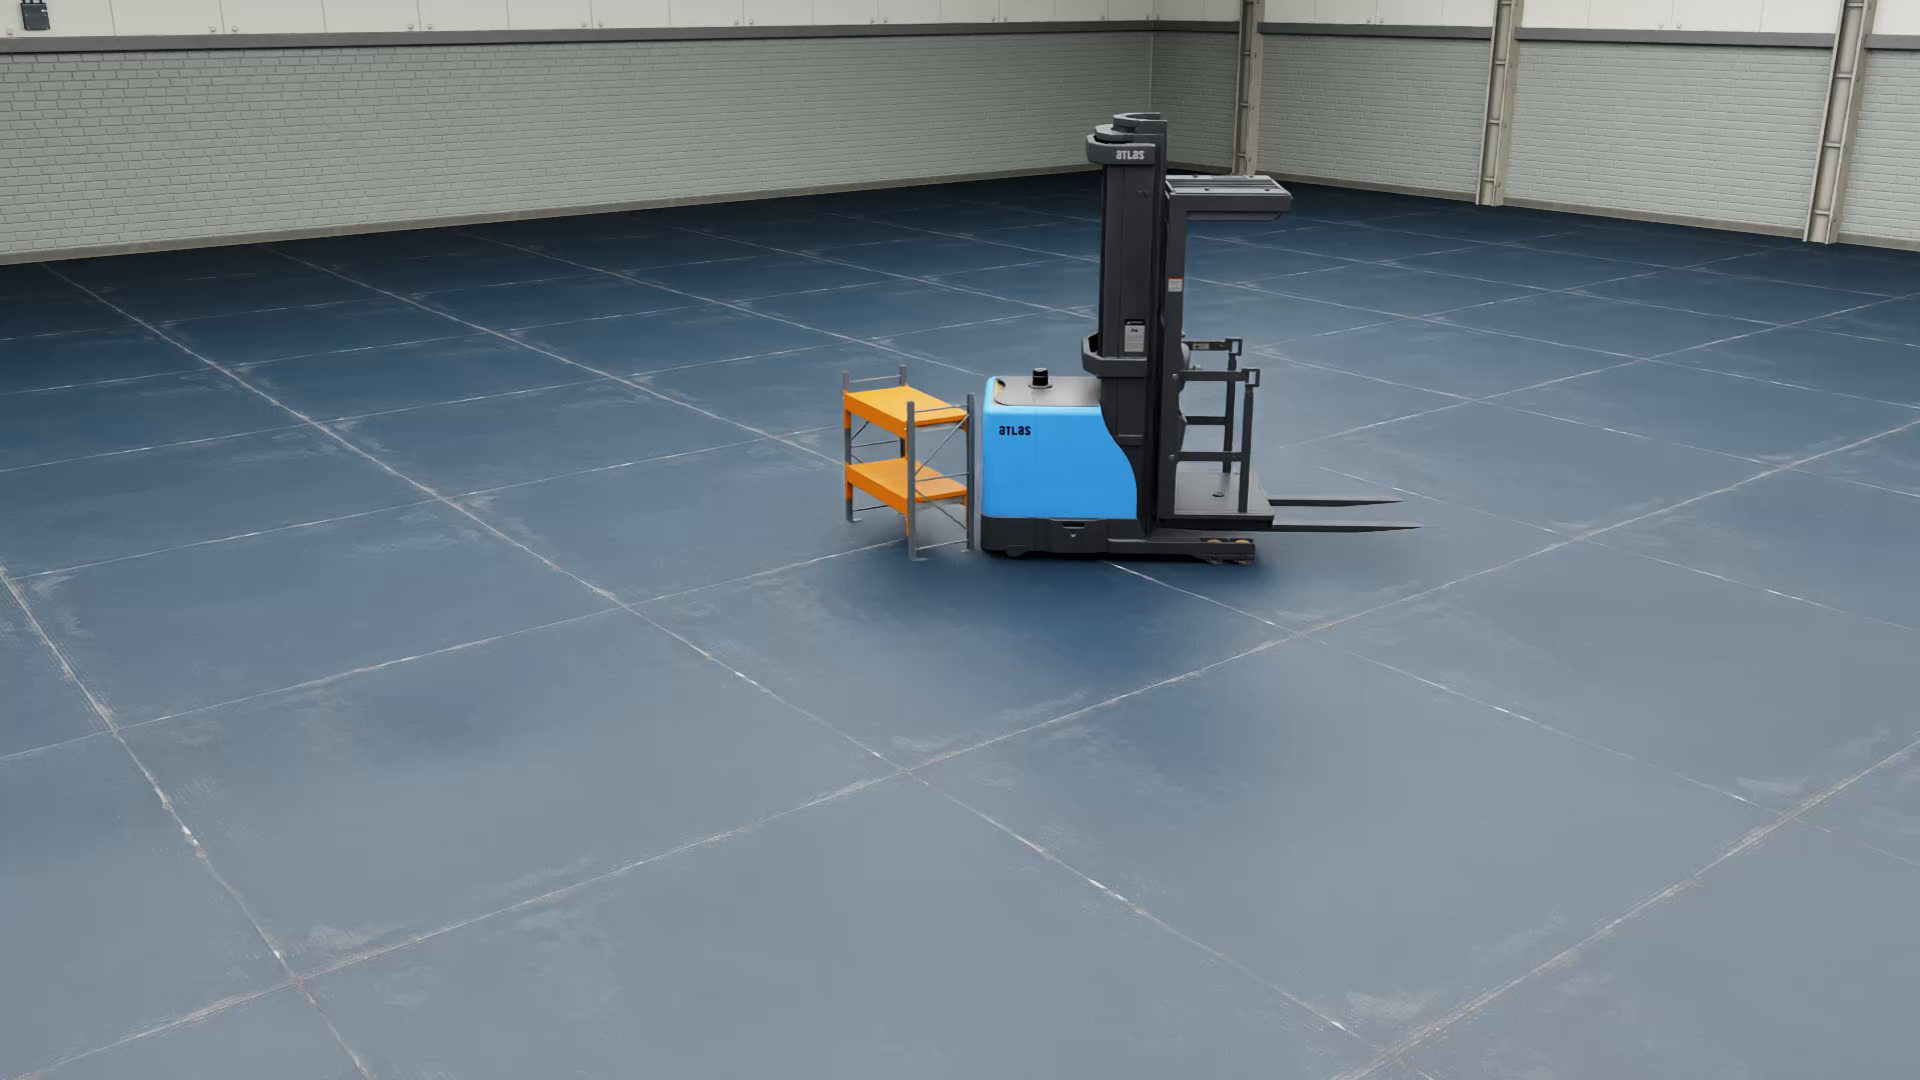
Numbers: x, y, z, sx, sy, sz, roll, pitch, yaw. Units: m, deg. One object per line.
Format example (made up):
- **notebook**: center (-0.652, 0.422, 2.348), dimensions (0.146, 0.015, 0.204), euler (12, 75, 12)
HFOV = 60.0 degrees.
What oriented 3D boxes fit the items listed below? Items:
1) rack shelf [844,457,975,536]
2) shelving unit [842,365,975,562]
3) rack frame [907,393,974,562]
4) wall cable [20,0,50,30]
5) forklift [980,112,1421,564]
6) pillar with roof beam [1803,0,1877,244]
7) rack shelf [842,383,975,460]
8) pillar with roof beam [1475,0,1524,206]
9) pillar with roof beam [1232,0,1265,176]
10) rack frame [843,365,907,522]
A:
- **rack shelf**: center (-0.372, -0.334, 11.858), dimensions (0.538, 0.278, 1.000), euler (-10, 21, -27)
- **shelving unit**: center (-0.372, -0.566, 11.782), dimensions (0.538, 1.125, 1.048), euler (-10, 21, -27)
- **rack frame**: center (-0.128, -0.426, 11.358), dimensions (0.500, 1.125, 0.032), euler (-10, 21, -27)
- **wall cable**: center (-12.091, -10.174, 22.863), dimensions (2.305, 6.003, 0.169), euler (-14, 23, -36)
- **forklift**: center (1.673, -1.396, 11.416), dimensions (3.031, 2.935, 1.130), euler (1, 18, 2)
- **pillar with roof beam**: center (10.018, -8.078, 21.942), dimensions (9.100, 9.000, 0.400), euler (-14, 23, -36)
- **rack shelf**: center (-0.372, -0.844, 11.690), dimensions (0.538, 0.278, 1.000), euler (-10, 21, -27)
- **pillar with roof beam**: center (6.293, -9.556, 26.406), dimensions (9.100, 9.000, 0.400), euler (-14, 23, -36)
- **pillar with roof beam**: center (2.568, -11.035, 30.871), dimensions (9.100, 9.000, 0.400), euler (-14, 23, -36)
- **rack frame**: center (-0.617, -0.706, 12.205), dimensions (0.500, 1.125, 0.032), euler (-10, 21, -27)
